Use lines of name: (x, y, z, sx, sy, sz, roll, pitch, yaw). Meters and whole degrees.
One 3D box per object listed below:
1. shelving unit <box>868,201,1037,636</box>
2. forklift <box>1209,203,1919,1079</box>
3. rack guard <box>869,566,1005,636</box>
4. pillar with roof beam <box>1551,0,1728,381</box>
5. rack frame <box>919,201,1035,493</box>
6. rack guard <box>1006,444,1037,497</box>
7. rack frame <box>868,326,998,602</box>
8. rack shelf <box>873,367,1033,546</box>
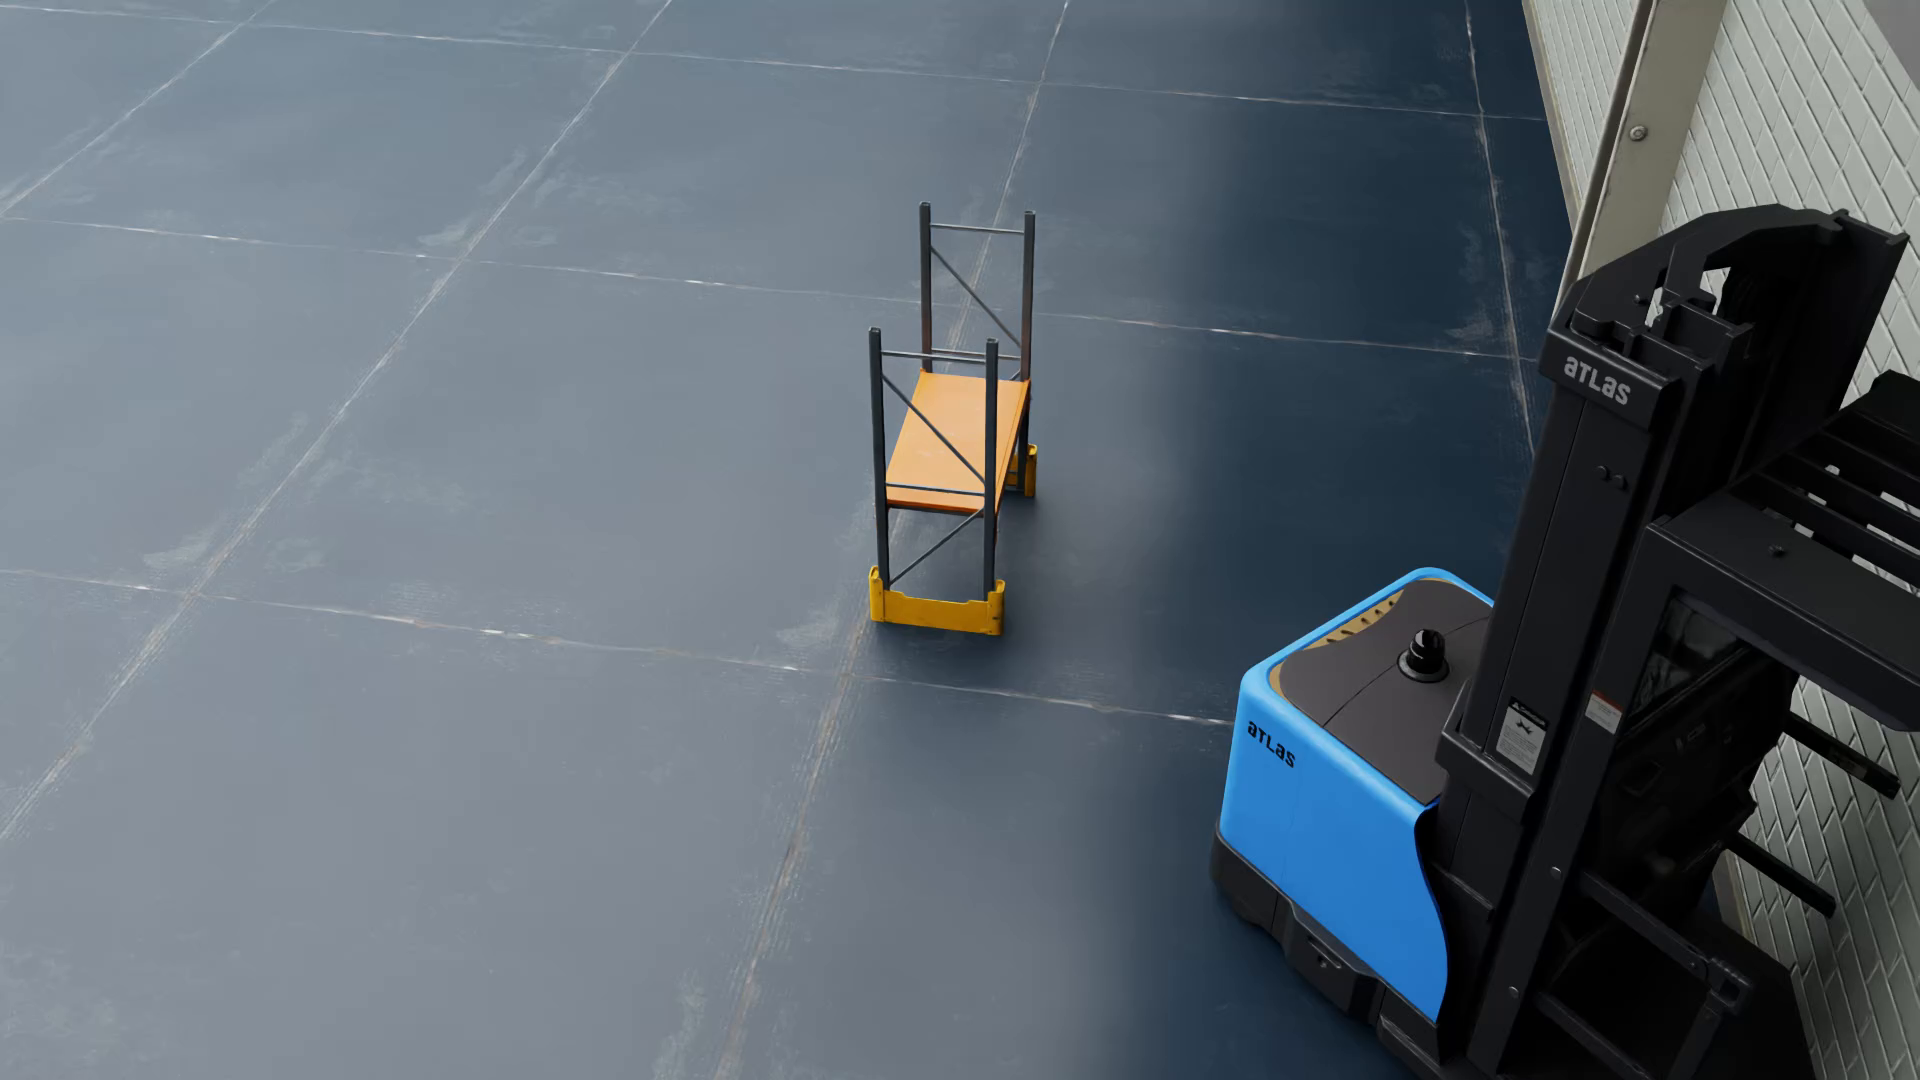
shelving unit: (-0.013, -0.530, 7.214, 0.587, 1.500, 1.083, 6, 40, 8)
forklift: (2.218, 0.702, 4.601, 1.130, 2.935, 3.031, -26, 46, -28)
rack guard: (-0.099, 0.264, 7.234, 0.587, 0.250, 0.087, 6, 40, 8)
pillar with roof beam: (-0.933, -4.886, 6.598, 9.100, 9.000, 0.400, 6, 40, 8)
rack frame: (0.073, -0.844, 7.593, 0.500, 1.500, 0.032, 6, 40, 8)
rack guard: (0.073, -0.361, 7.991, 0.587, 0.250, 0.087, 6, 40, 8)
rack frame: (-0.103, -0.205, 6.821, 0.500, 1.500, 0.032, 6, 40, 8)
rack shelf: (-0.015, -0.386, 7.322, 0.538, 0.185, 1.000, 6, 40, 8)
